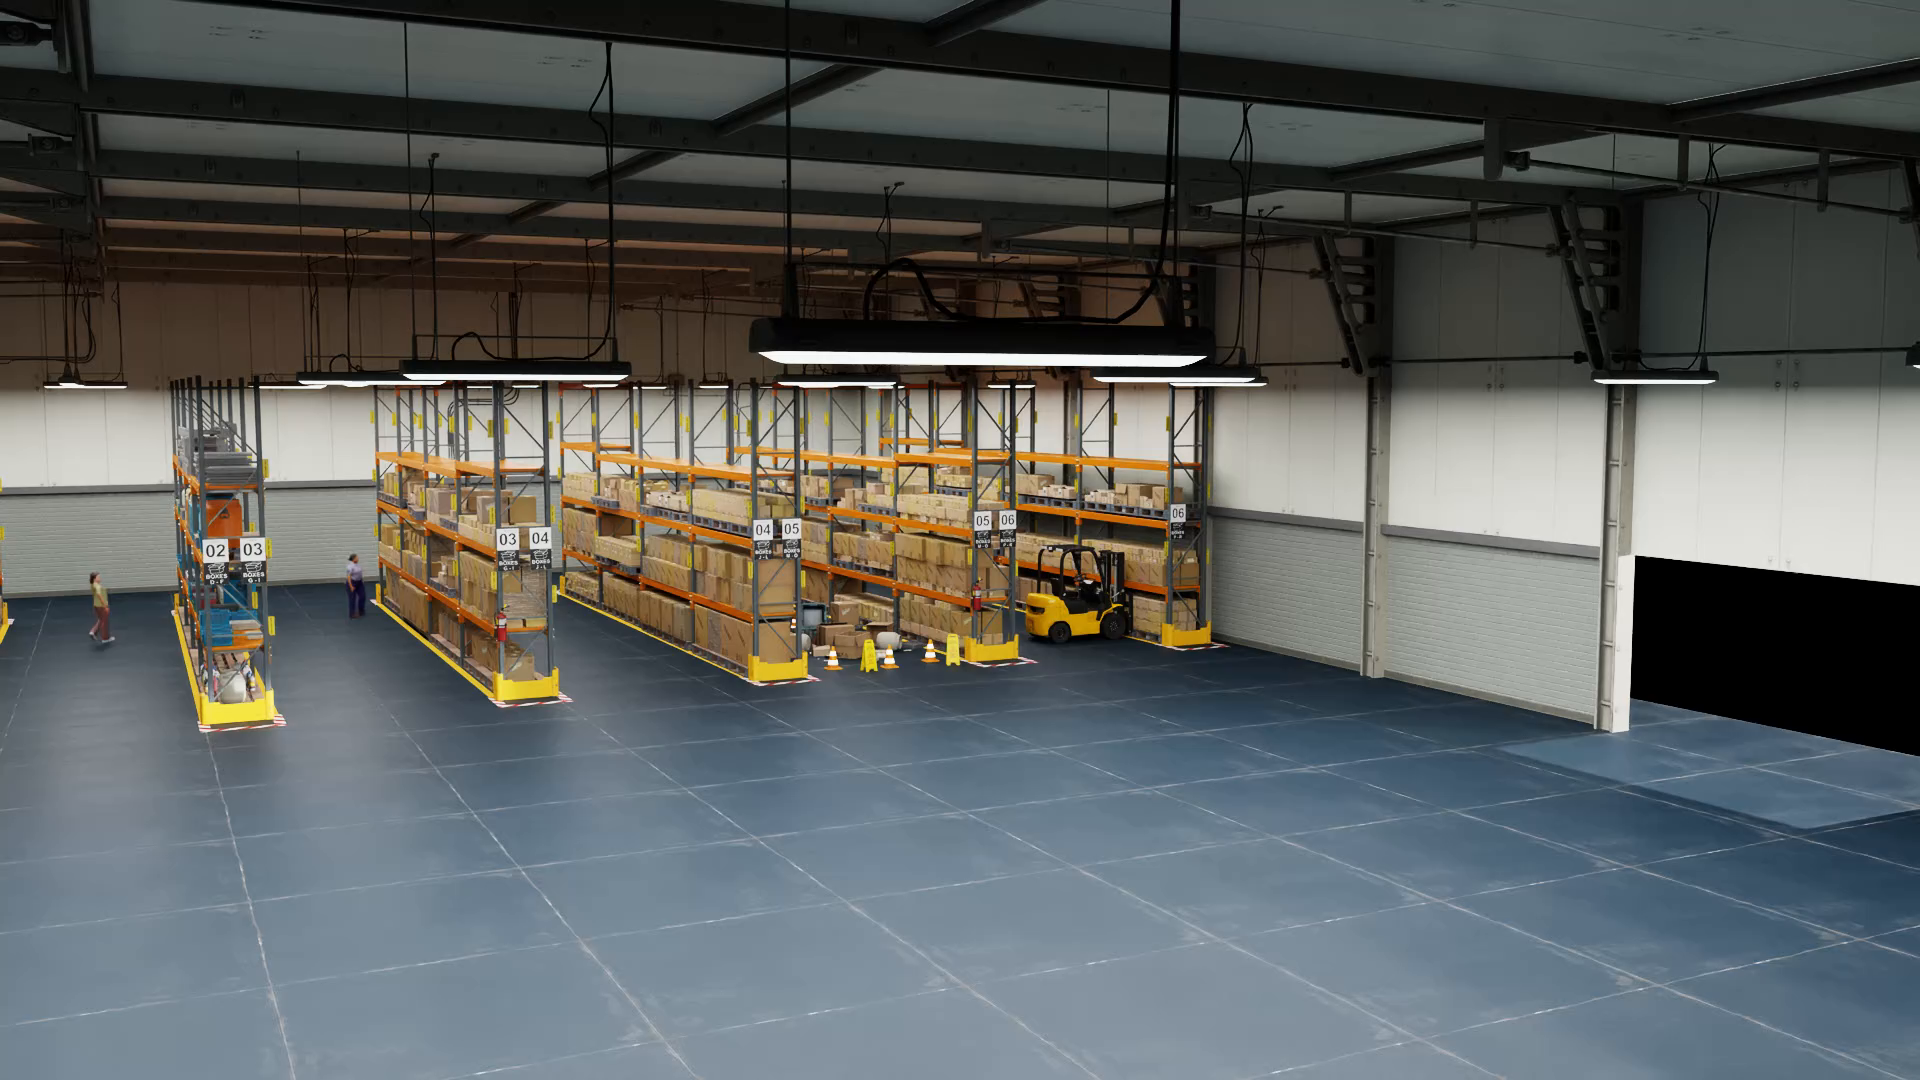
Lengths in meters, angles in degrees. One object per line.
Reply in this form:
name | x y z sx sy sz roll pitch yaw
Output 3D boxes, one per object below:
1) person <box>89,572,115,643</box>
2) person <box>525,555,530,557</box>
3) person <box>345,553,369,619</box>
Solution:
person | -19.543 1.526 37.898 0.487 1.650 0.566 4 6 38
person | -12.248 0.705 47.254 0.529 1.698 0.487 3 6 33
person | -15.334 1.187 42.175 0.460 1.702 0.499 3 6 31
